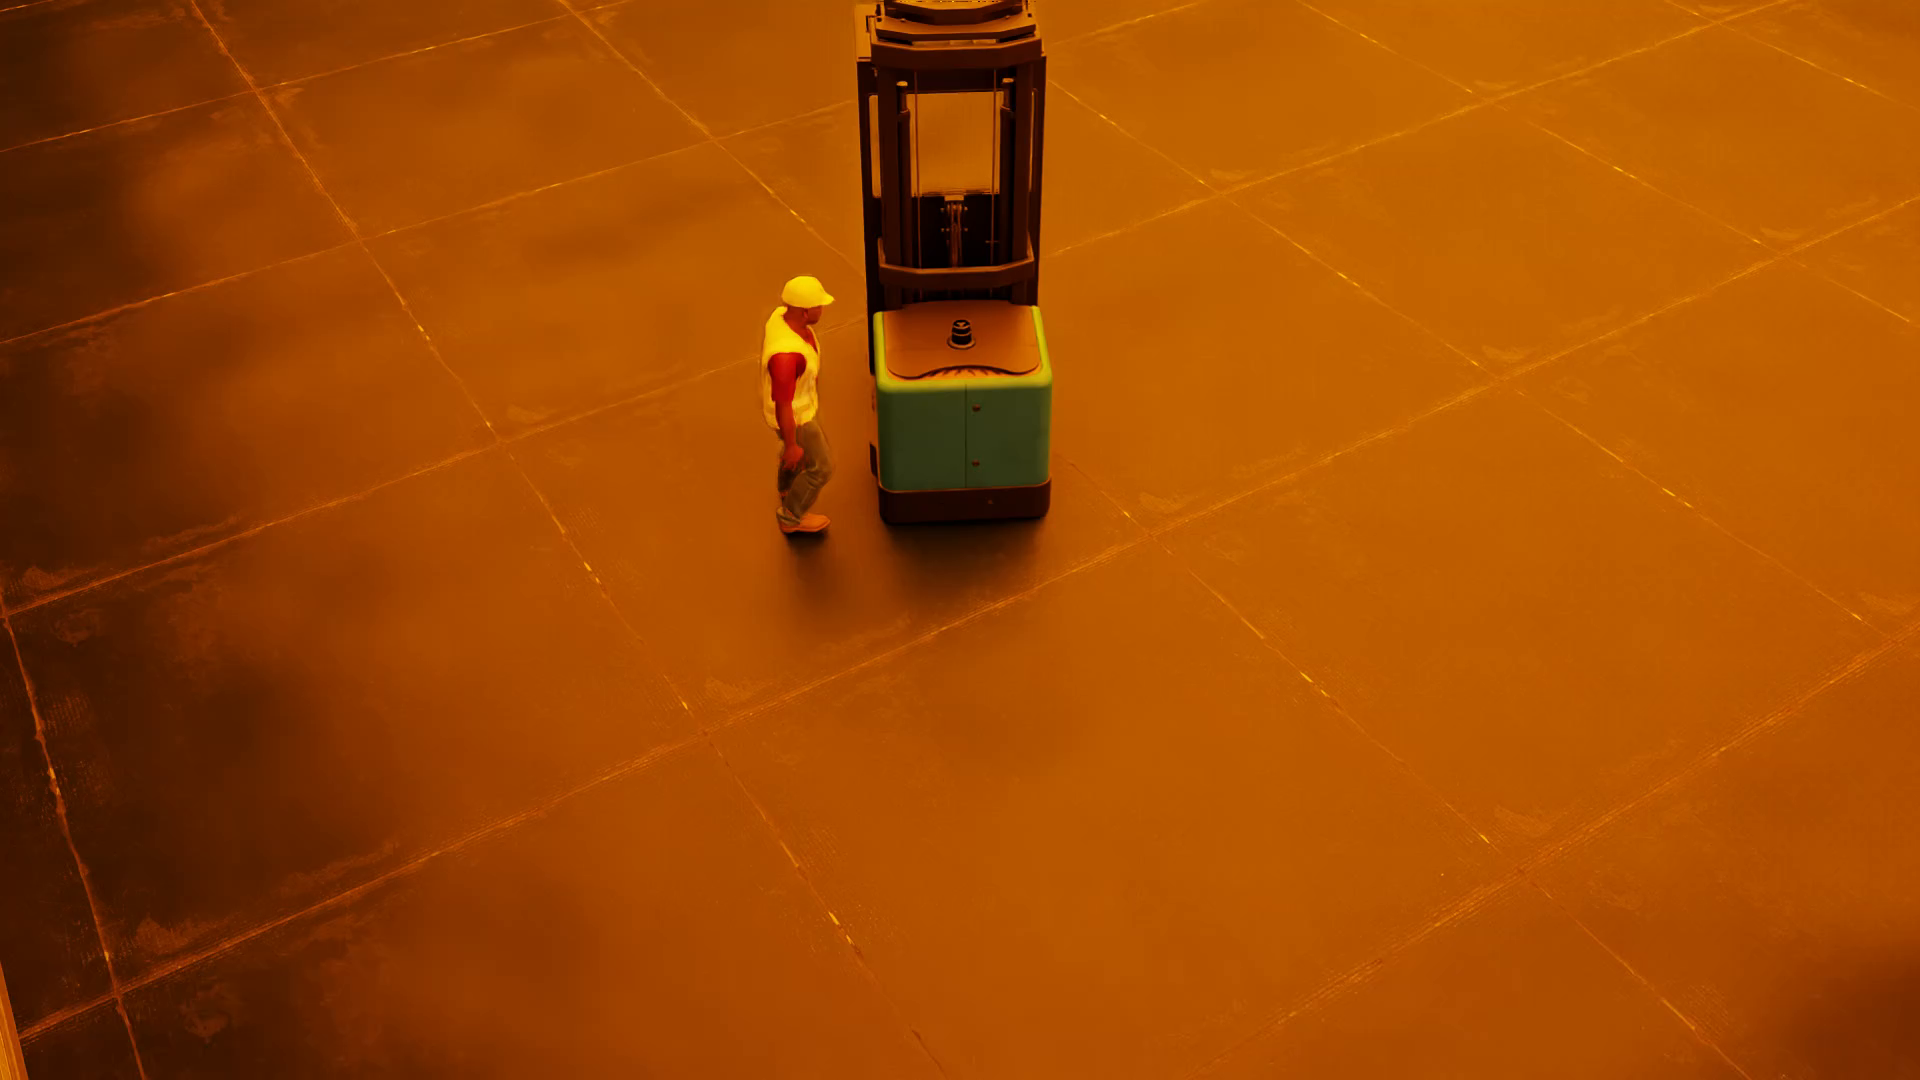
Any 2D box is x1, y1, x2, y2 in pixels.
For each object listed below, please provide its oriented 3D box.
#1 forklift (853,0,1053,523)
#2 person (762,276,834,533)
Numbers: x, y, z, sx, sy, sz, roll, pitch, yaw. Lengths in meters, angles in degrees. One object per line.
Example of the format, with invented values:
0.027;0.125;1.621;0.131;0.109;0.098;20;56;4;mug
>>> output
-0.067;-2.167;10.351;1.130;2.935;3.031;-3;41;-3;forklift
-0.919;-0.780;9.674;0.440;1.737;0.805;-4;41;-4;person
